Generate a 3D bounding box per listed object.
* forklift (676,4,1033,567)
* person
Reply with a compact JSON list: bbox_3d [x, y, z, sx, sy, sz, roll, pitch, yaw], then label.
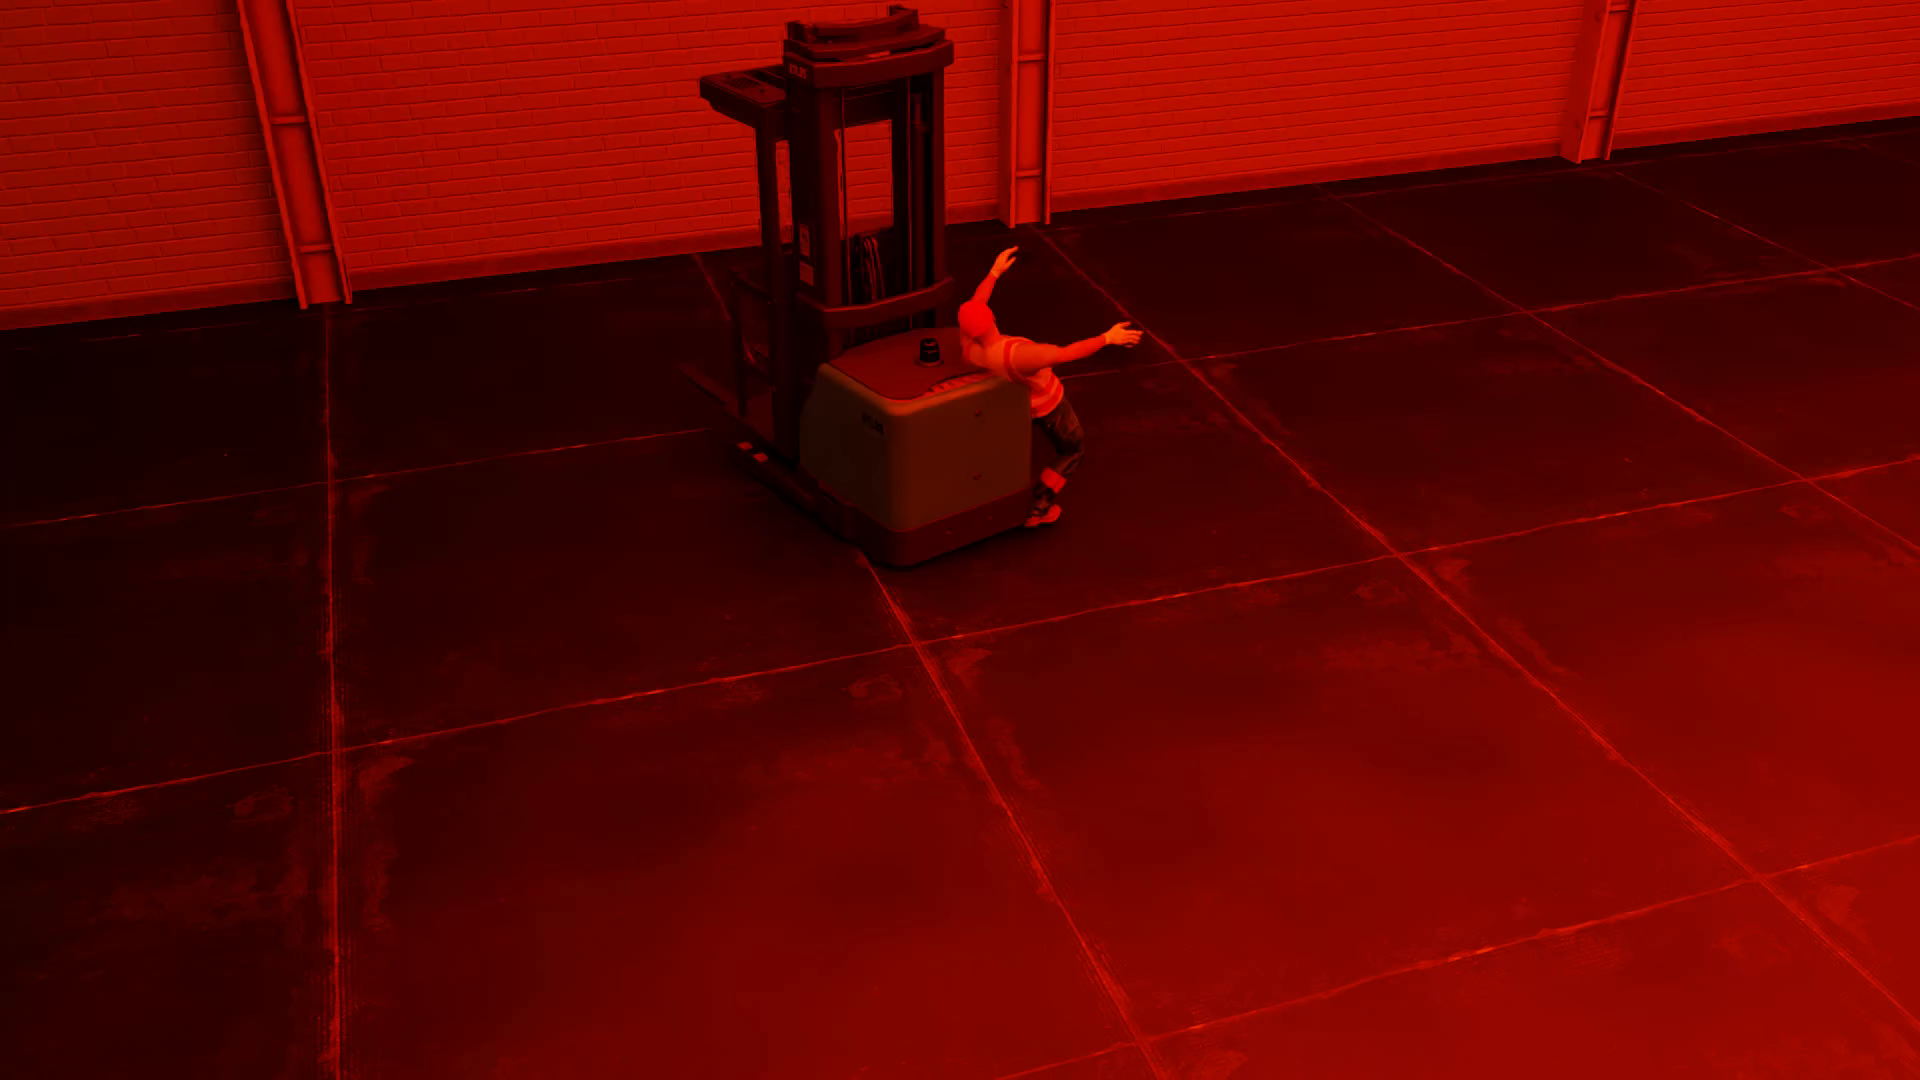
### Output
[{"bbox_3d":[-0.837,-1.794,10.205,1.130,2.935,3.031,-20,36,-31],"label":"forklift"},{"bbox_3d":[0.476,-0.802,9.754,1.080,1.621,0.702,14,33,22],"label":"person"}]
